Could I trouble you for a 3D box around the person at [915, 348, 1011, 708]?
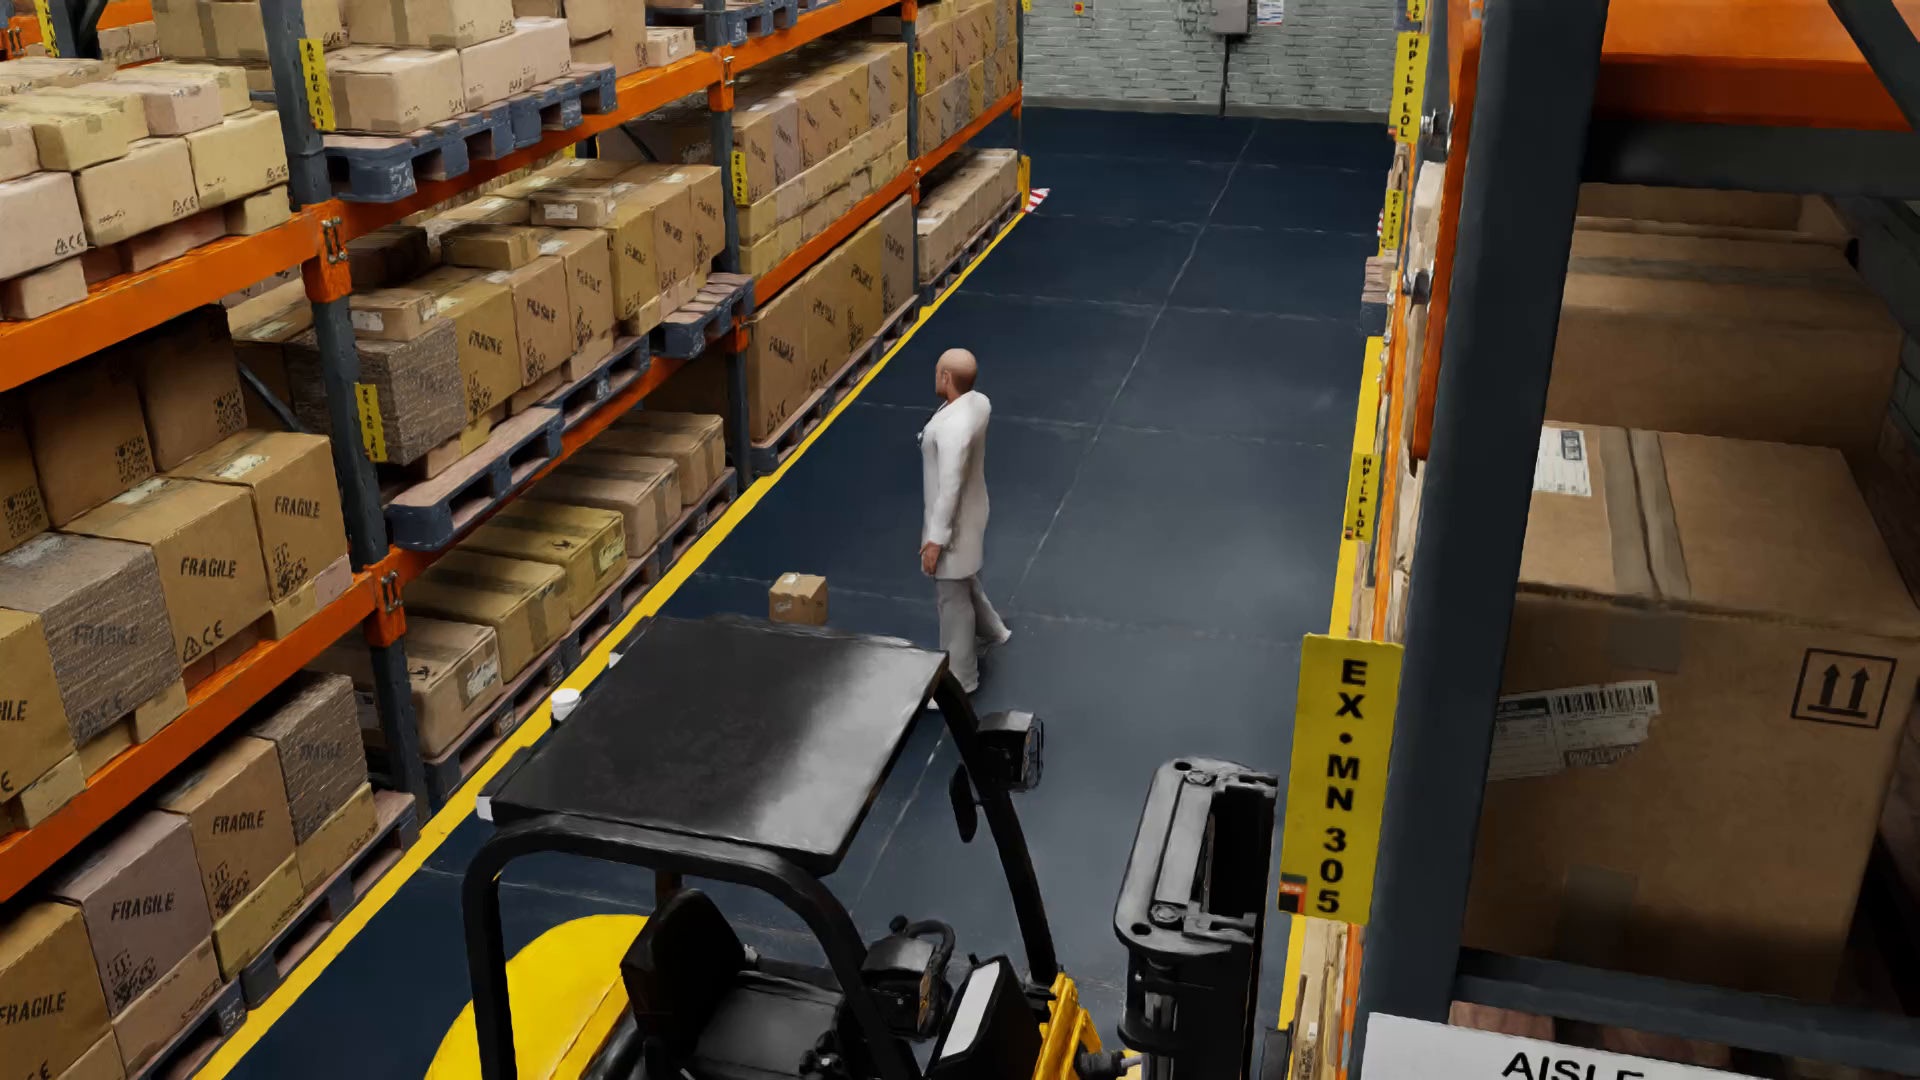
[{"bbox_3d":[-0.015,-0.080,8.251,0.467,1.798,0.674,5,26,12],"label":"person"}]
